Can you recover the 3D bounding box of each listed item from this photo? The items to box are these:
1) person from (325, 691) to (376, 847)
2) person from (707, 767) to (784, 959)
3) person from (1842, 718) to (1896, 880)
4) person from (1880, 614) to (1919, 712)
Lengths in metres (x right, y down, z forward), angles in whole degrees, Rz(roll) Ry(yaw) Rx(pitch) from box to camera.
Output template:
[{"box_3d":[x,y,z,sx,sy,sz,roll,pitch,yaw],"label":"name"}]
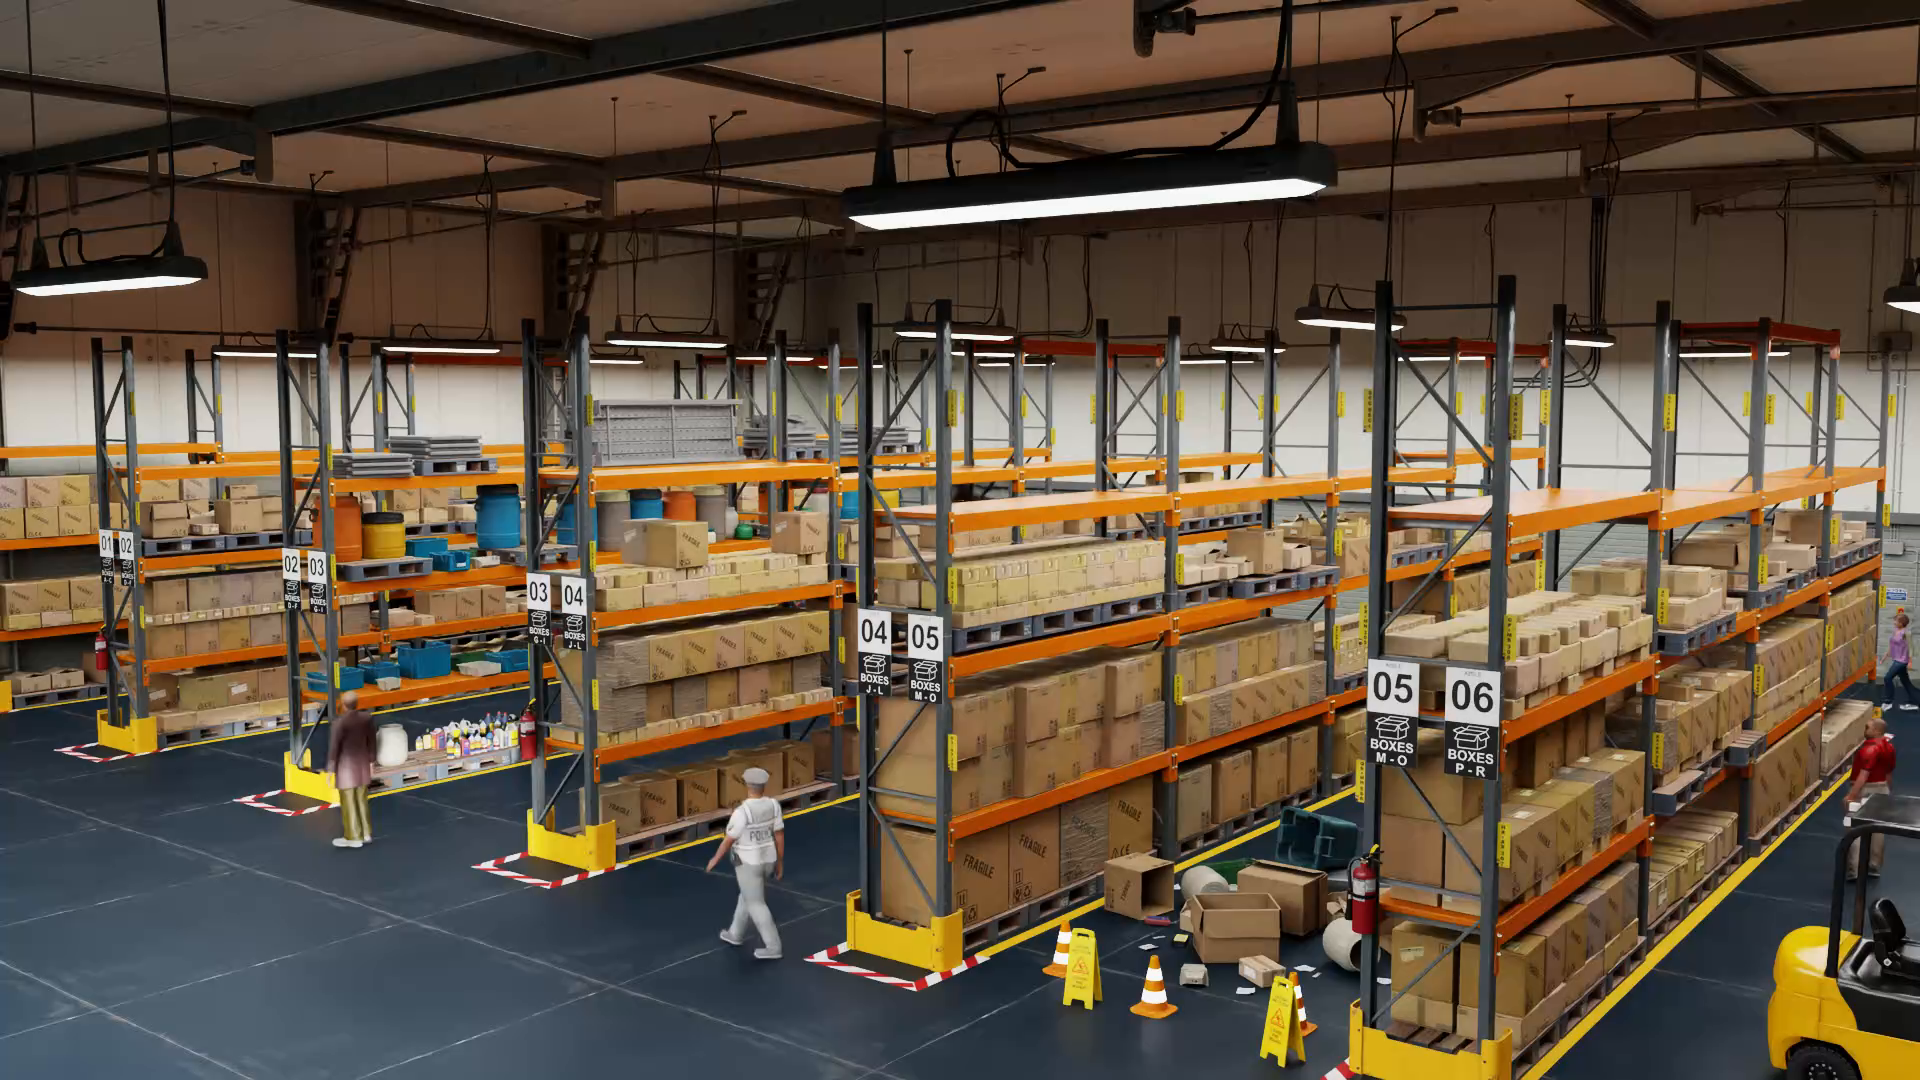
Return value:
[{"box_3d":[-6.961,2.632,19.050,0.400,1.827,0.702,2,6,26],"label":"person"},{"box_3d":[-1.980,2.948,15.328,0.919,1.724,0.569,3,6,33],"label":"person"},{"box_3d":[9.737,2.775,17.849,0.607,1.764,0.441,-1,5,-16],"label":"person"},{"box_3d":[15.349,2.004,27.177,0.649,1.622,0.408,2,5,19],"label":"person"}]
